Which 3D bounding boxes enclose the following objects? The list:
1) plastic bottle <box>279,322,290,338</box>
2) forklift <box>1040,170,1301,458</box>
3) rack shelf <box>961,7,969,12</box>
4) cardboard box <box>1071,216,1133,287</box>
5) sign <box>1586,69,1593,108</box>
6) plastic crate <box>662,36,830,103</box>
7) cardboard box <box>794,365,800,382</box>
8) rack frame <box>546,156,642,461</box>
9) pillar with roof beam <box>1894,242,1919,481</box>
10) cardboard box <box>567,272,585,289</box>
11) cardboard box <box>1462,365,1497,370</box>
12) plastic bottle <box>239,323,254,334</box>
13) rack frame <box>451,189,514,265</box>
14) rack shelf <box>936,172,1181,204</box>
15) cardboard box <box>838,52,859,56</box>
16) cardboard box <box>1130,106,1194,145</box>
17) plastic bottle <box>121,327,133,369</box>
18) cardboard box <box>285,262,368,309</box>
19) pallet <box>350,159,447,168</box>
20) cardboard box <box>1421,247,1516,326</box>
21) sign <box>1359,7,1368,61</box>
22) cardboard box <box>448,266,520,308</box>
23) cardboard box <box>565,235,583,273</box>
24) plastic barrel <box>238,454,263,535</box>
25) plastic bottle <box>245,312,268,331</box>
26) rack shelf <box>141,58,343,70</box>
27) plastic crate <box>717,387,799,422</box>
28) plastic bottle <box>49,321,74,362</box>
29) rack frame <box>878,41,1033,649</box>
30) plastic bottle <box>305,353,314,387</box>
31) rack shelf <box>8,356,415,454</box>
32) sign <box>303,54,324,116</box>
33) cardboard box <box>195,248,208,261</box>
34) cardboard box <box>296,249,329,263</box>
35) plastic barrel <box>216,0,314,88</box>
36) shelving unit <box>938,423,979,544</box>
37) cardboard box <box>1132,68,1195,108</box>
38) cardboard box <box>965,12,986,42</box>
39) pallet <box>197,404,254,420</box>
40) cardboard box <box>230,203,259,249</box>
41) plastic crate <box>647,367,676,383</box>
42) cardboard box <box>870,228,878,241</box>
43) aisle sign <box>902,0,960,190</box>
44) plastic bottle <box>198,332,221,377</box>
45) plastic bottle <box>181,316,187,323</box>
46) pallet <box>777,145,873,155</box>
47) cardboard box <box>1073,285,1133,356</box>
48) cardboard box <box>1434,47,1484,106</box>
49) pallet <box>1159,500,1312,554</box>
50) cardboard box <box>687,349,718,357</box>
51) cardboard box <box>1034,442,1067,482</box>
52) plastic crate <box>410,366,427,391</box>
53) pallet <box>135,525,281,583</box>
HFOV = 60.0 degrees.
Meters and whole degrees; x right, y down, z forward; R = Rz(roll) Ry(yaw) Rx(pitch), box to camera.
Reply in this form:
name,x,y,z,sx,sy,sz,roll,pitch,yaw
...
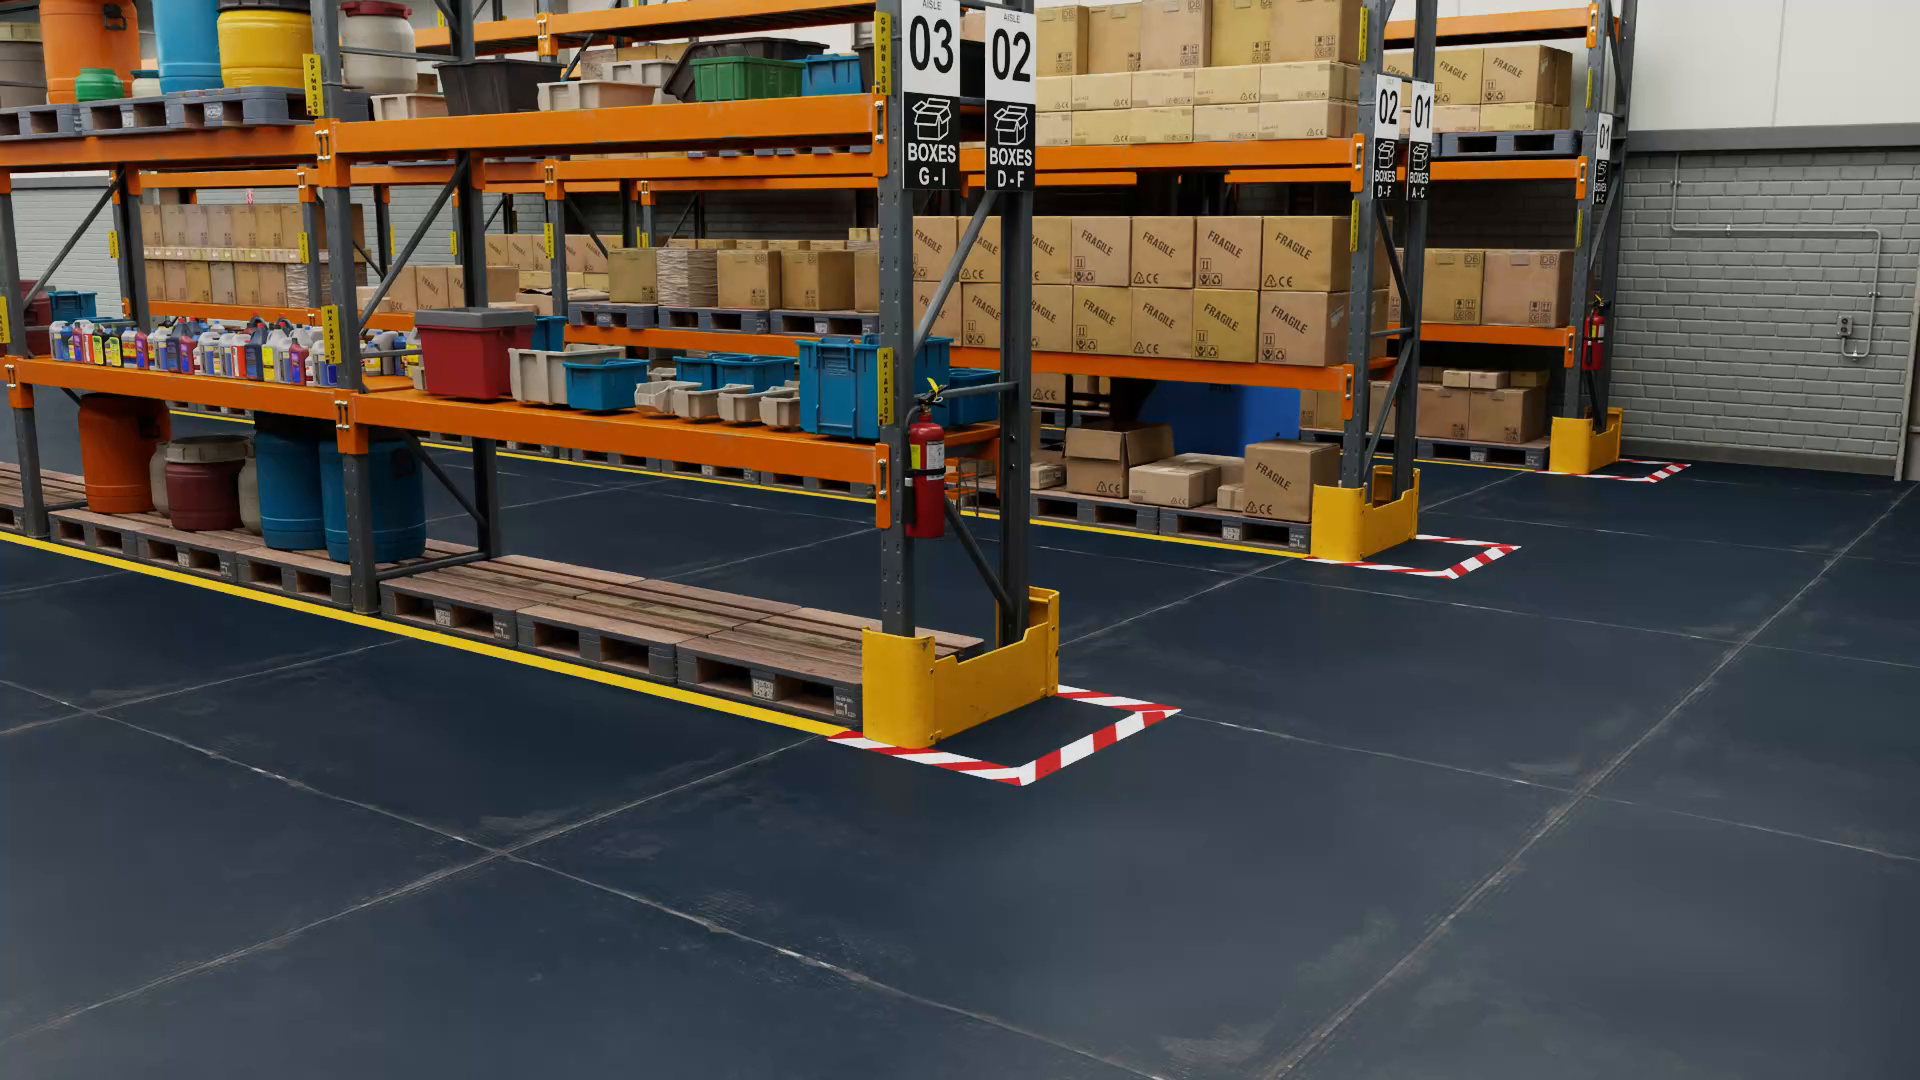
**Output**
name,x,y,z,sx,sy,sz,roll,pitch,yaw
plastic bottle,-4.226,-1.181,10.366,0.185,0.351,0.144,8,13,36
forklift,1.482,-2.013,14.717,3.031,2.935,1.130,9,14,39
rack shelf,1.319,-4.233,12.119,4.000,0.370,1.077,8,13,36
cardboard box,1.167,-2.137,12.284,0.500,0.500,0.500,8,14,37
sign,5.528,-3.963,14.597,0.005,0.325,0.100,8,13,36
plastic crate,-1.073,-2.315,8.367,0.767,0.338,0.504,8,13,36
cardboard box,-1.345,-1.428,14.962,0.500,0.250,0.500,8,14,36
rack frame,-3.517,-2.317,16.107,0.127,3.000,1.000,8,13,36
pillar with roof beam,6.000,-4.291,10.519,0.400,9.000,9.100,8,13,36
cardboard box,-5.184,-3.580,22.978,0.500,0.250,0.500,8,13,35
cardboard box,5.047,-1.610,16.223,0.250,0.149,0.380,8,14,36
plastic bottle,-4.889,-1.350,11.417,0.133,0.283,0.061,8,13,36
rack frame,-7.036,-3.975,24.678,0.127,3.000,1.000,8,13,36
rack shelf,1.024,-3.970,18.650,4.000,0.370,1.077,8,13,36
cardboard box,-0.655,-3.712,13.790,0.600,0.600,0.600,6,13,30
cardboard box,1.554,-2.946,11.857,0.500,0.250,0.500,8,13,36
plastic bottle,-5.551,-1.287,11.125,0.097,0.271,0.097,0,11,0
cardboard box,-7.102,-2.864,18.675,0.500,0.500,0.700,8,13,34
pallet,-6.022,-4.048,17.663,1.217,0.209,0.805,7,13,33
cardboard box,4.850,-2.459,16.054,0.700,0.700,0.980,8,13,35
sign,2.586,-3.242,10.662,0.005,0.325,0.100,8,13,36
cardboard box,-4.879,-2.552,17.060,0.500,0.500,0.500,7,13,33
cardboard box,-5.181,-3.949,22.912,0.500,0.500,0.500,7,13,34
plastic barrel,-4.629,-0.314,11.201,0.421,0.512,0.421,0,11,0
plastic bottle,-4.849,-1.402,11.507,0.185,0.351,0.144,8,13,36
rack shelf,-8.353,-5.387,19.130,4.000,0.370,1.077,8,13,36
plastic crate,-0.993,-0.658,8.070,0.243,0.136,0.396,8,13,36
plastic bottle,-6.295,-1.400,11.694,0.135,0.276,0.152,8,13,36
rack frame,-0.004,-0.659,7.540,0.127,3.000,1.000,8,13,36
plastic bottle,-3.847,-1.015,9.903,0.097,0.201,0.097,0,11,0
rack shelf,-4.840,-0.981,11.096,4.000,0.370,1.077,8,13,36
sign,-3.555,-2.502,9.145,0.005,0.325,0.100,8,13,36
cardboard box,-8.737,-3.362,19.540,0.250,0.149,0.380,8,13,35
cardboard box,-7.087,-3.132,18.349,0.250,0.149,0.380,8,13,35
plastic barrel,-4.084,-2.952,9.892,0.600,0.588,0.600,0,11,0
shelving unit,-0.012,-0.591,11.924,0.189,1.200,0.258,8,13,36
cardboard box,1.562,-3.193,11.821,0.500,0.250,0.500,8,13,36
cardboard box,0.441,-3.753,12.738,0.500,0.500,0.700,8,13,36
pallet,-8.345,-1.630,19.900,1.213,0.211,1.003,8,13,36
cardboard box,-7.914,-3.614,19.136,0.500,0.500,0.700,8,13,36
plastic crate,-1.646,-0.859,9.110,0.466,0.136,0.293,8,13,36
cardboard box,-0.884,-3.693,20.093,0.250,0.149,0.380,6,12,28
aisle sign,-0.119,-1.883,7.020,0.004,0.787,0.394,8,13,36
plastic bottle,-4.733,-1.182,10.568,0.135,0.276,0.152,8,13,36
plastic bottle,-5.687,-1.495,12.169,0.133,0.283,0.061,8,13,36
pallet,-0.777,-3.331,13.950,1.003,0.211,1.213,8,13,36
cardboard box,1.184,-1.646,12.379,0.500,0.500,0.500,8,13,35
cardboard box,4.712,-4.297,15.498,0.500,0.500,0.500,8,14,37
pallet,2.227,-0.146,12.230,1.213,0.211,1.003,8,13,36
cardboard box,-3.209,-2.434,22.135,0.500,0.500,0.700,9,14,37
cardboard box,0.939,-0.658,13.454,0.500,0.311,0.500,8,13,36
plastic crate,-2.937,-0.935,9.501,0.243,0.136,0.396,8,13,36
pallet,-4.813,0.030,11.320,1.213,0.211,1.003,8,13,36
